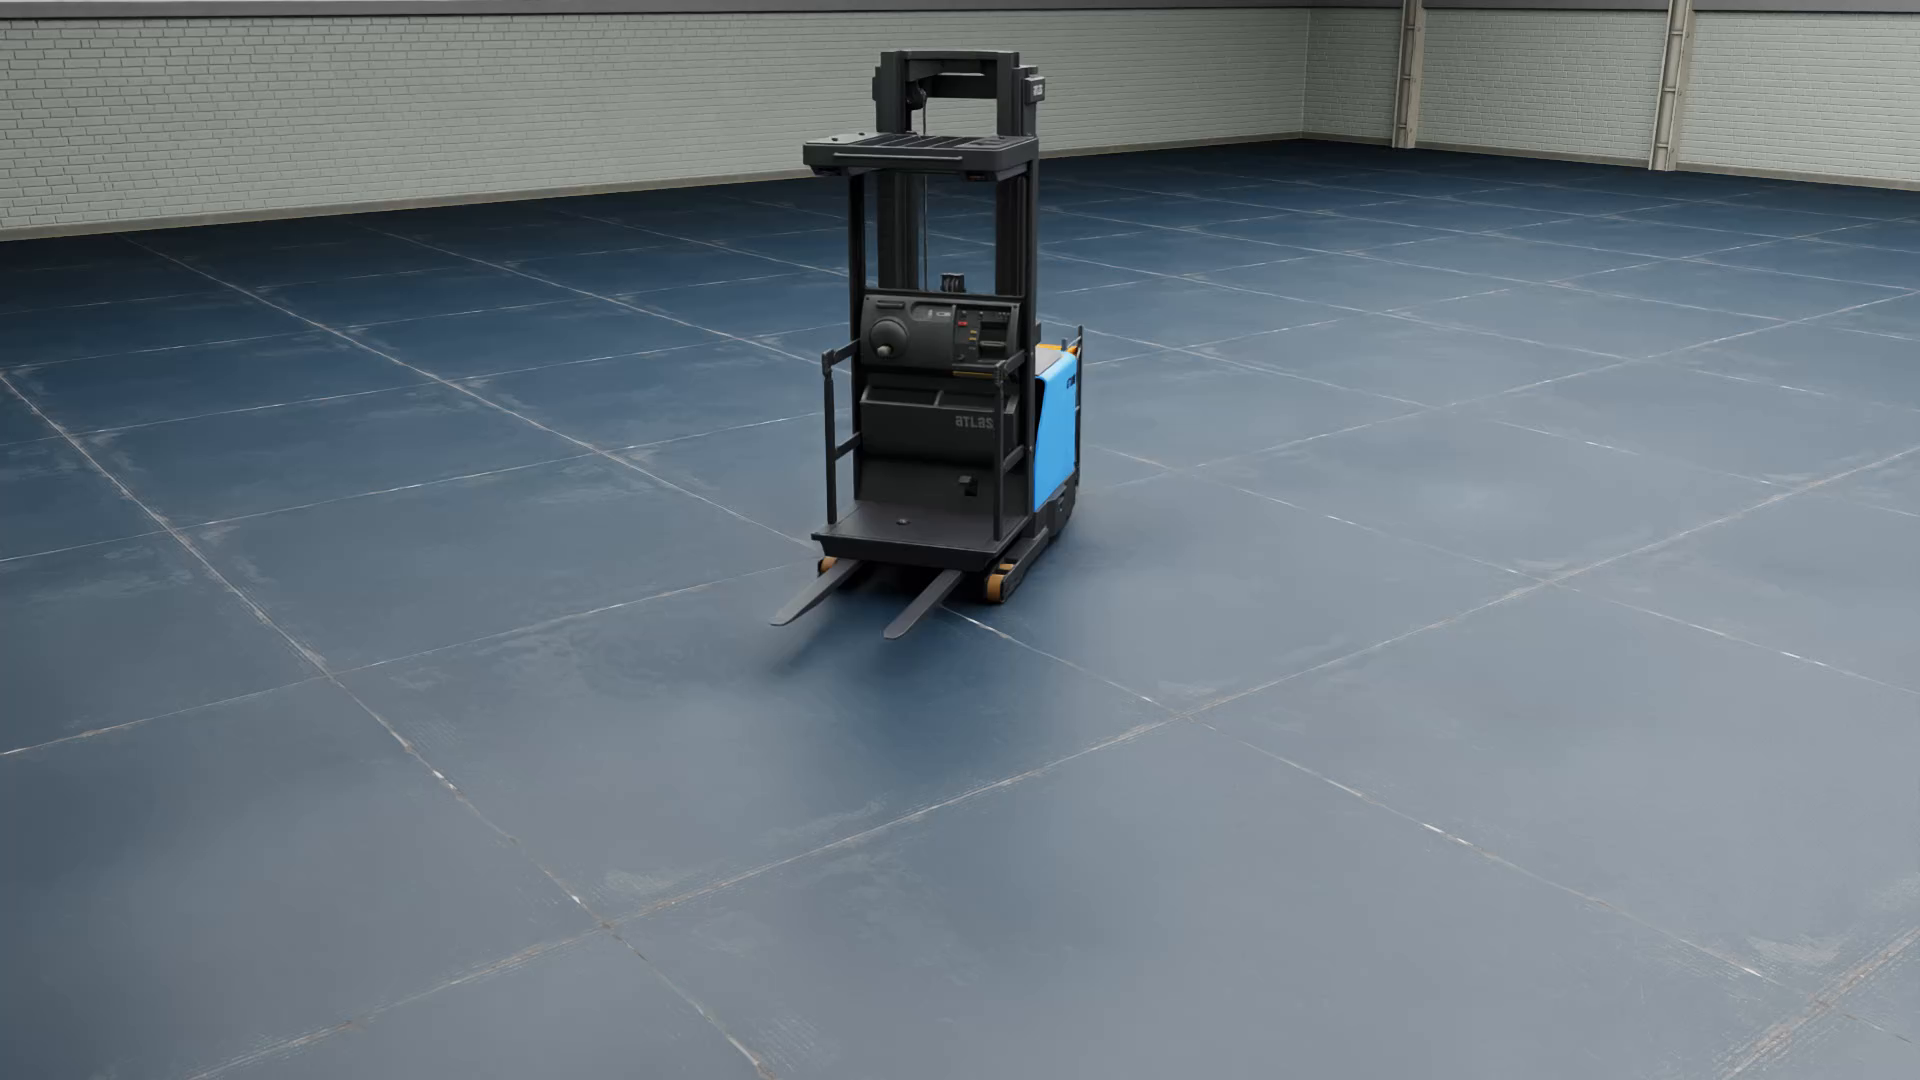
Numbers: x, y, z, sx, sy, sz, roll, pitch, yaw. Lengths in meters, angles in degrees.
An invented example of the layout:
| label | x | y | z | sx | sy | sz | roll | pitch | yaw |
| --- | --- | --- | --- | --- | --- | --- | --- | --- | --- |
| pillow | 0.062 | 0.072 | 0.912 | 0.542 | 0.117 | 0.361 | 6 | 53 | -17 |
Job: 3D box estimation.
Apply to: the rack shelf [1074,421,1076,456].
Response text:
| label | x | y | z | sx | sy | sz | roll | pitch | yaw |
| --- | --- | --- | --- | --- | --- | --- | --- | --- | --- |
| rack shelf | 0.255 | -0.647 | 11.303 | 1.000 | 0.278 | 0.538 | 6 | 19 | 16 |

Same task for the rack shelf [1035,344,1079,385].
| label | x | y | z | sx | sy | sz | roll | pitch | yaw |
| --- | --- | --- | --- | --- | --- | --- | --- | --- | --- |
| rack shelf | 0.256 | -1.158 | 11.136 | 1.000 | 0.278 | 0.538 | 6 | 19 | 16 |

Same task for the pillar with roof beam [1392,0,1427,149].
| label | x | y | z | sx | sy | sz | roll | pitch | yaw |
| --- | --- | --- | --- | --- | --- | --- | --- | --- | --- |
| pillar with roof beam | 6.252 | -11.952 | 32.141 | 9.100 | 9.000 | 0.400 | -14 | 23 | -36 |

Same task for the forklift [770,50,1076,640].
| label | x | y | z | sx | sy | sz | roll | pitch | yaw |
| --- | --- | --- | --- | --- | --- | --- | --- | --- | --- |
| forklift | -0.180 | -1.178 | 9.257 | 1.130 | 2.935 | 3.031 | 6 | 19 | 17 |

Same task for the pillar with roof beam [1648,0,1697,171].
| label | x | y | z | sx | sy | sz | roll | pitch | yaw |
| --- | --- | --- | --- | --- | --- | --- | --- | --- | --- |
| pillar with roof beam | 9.978 | -10.473 | 27.676 | 9.100 | 9.000 | 0.400 | -14 | 23 | -36 |

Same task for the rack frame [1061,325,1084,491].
| label | x | y | z | sx | sy | sz | roll | pitch | yaw |
| --- | --- | --- | --- | --- | --- | --- | --- | --- | --- |
| rack frame | 0.741 | -0.832 | 11.083 | 0.032 | 1.125 | 0.500 | 6 | 19 | 16 |

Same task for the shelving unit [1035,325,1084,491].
| label | x | y | z | sx | sy | sz | roll | pitch | yaw |
| --- | --- | --- | --- | --- | --- | --- | --- | --- | --- |
| shelving unit | 0.255 | -0.880 | 11.227 | 1.048 | 1.125 | 0.538 | 6 | 19 | 16 |
